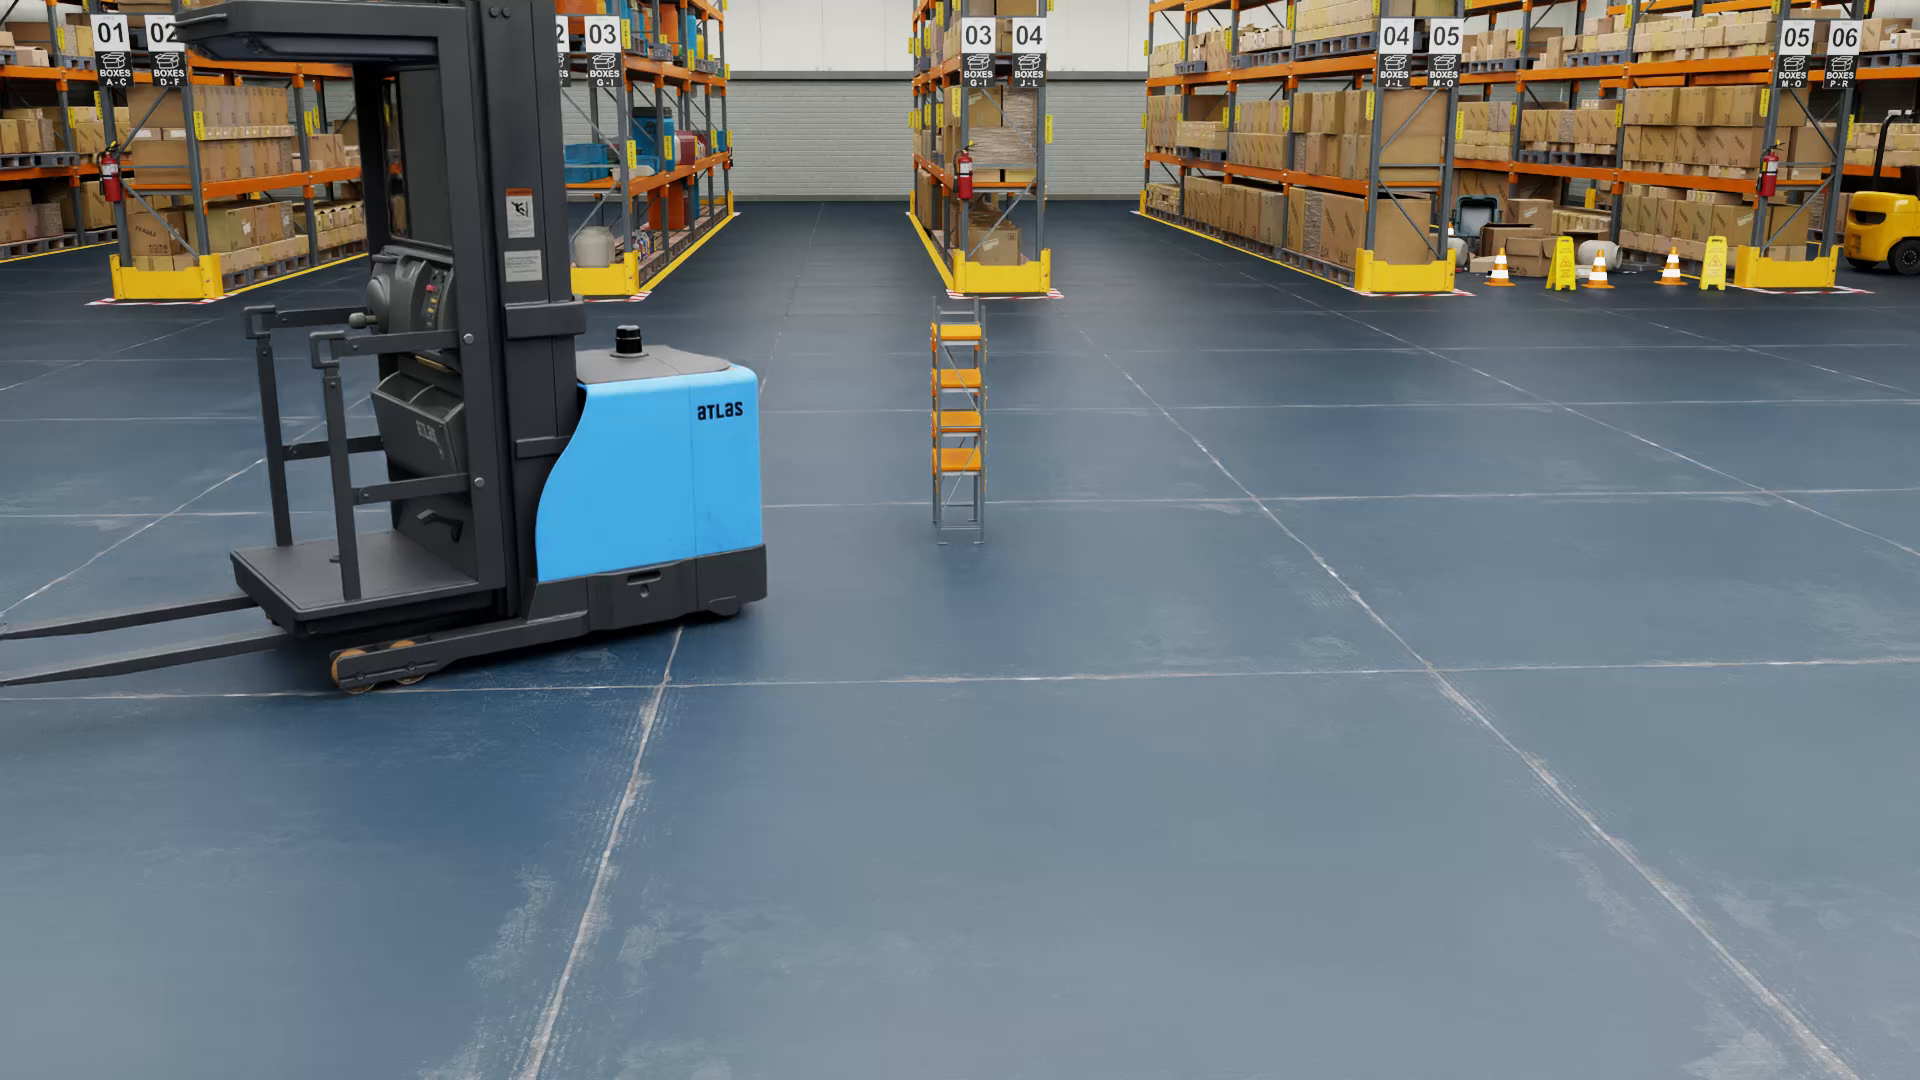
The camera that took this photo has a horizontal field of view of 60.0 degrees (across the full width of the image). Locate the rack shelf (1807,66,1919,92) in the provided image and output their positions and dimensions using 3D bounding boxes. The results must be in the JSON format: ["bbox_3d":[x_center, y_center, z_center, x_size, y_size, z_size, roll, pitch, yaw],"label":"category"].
[{"bbox_3d":[14.986,-7.317,26.370,1.077,0.370,4.000,-1,14,-3],"label":"rack shelf"}]

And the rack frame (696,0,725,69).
[{"bbox_3d":[-5.422,-11.298,34.379,1.000,3.000,0.127,-1,14,-3],"label":"rack frame"}]

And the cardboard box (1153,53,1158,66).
[{"bbox_3d":[4.279,-9.900,34.262,0.500,0.250,0.500,-1,14,-4],"label":"cardboard box"}]

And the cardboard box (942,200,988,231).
[{"bbox_3d":[0.079,-5.316,27.301,0.700,0.500,0.500,-2,15,-6],"label":"cardboard box"}]

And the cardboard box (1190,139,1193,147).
[{"bbox_3d":[4.378,-7.178,30.066,0.380,0.149,0.250,-1,14,-4],"label":"cardboard box"}]

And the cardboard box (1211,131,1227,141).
[{"bbox_3d":[4.489,-6.873,28.283,0.380,0.149,0.250,-1,14,-2],"label":"cardboard box"}]

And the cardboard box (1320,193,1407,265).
[{"bbox_3d":[5.305,-4.102,21.872,0.875,0.875,0.875,-1,14,-4],"label":"cardboard box"}]

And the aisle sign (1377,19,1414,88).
[{"bbox_3d":[5.175,-5.778,19.748,0.394,0.787,0.004,-1,14,-3],"label":"aisle sign"}]

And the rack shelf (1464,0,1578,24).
[{"bbox_3d":[9.784,-9.493,29.611,1.077,0.370,4.000,-1,14,-3],"label":"rack shelf"}]

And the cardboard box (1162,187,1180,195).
[{"bbox_3d":[4.290,-7.045,33.571,0.380,0.149,0.250,-1,14,-5],"label":"cardboard box"}]

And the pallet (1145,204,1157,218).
[{"bbox_3d":[4.498,-6.949,35.110,1.003,0.211,1.213,-1,14,-3],"label":"pallet"}]

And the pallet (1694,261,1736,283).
[{"bbox_3d":[10.384,-3.514,21.761,1.003,0.211,1.213,-1,14,-3],"label":"pallet"}]

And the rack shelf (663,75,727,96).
[{"bbox_3d":[-5.298,-9.000,32.909,1.077,0.370,4.000,-1,14,-3],"label":"rack shelf"}]

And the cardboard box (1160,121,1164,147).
[{"bbox_3d":[4.344,-8.216,33.641,0.500,0.500,0.500,-1,14,-5],"label":"cardboard box"}]

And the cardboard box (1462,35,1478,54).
[{"bbox_3d":[9.426,-9.108,30.844,0.500,0.500,0.500,-1,14,-4],"label":"cardboard box"}]

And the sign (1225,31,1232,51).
[{"bbox_3d":[4.432,-8.226,27.422,0.100,0.325,0.005,-1,14,-3],"label":"sign"}]

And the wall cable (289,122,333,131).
[{"bbox_3d":[-15.304,-11.054,39.660,3.097,2.526,0.112,-1,14,-3],"label":"wall cable"}]

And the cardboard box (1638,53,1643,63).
[{"bbox_3d":[9.928,-6.887,23.757,0.380,0.149,0.250,-1,14,-4],"label":"cardboard box"}]

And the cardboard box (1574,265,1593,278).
[{"bbox_3d":[8.307,-3.557,22.053,0.380,0.149,0.250,7,16,26],"label":"cardboard box"}]

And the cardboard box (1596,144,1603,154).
[{"bbox_3d":[9.850,-5.909,25.135,0.380,0.149,0.250,-1,14,-5],"label":"cardboard box"}]

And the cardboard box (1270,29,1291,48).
[{"bbox_3d":[4.926,-7.472,24.785,0.500,0.250,0.500,-1,14,-4],"label":"cardboard box"}]

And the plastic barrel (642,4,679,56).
[{"bbox_3d":[-4.958,-8.409,27.463,0.600,0.830,0.708,-1,14,-3],"label":"plastic barrel"}]

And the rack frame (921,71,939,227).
[{"bbox_3d":[-0.231,-7.475,31.557,1.000,3.000,0.127,-1,14,-3],"label":"rack frame"}]

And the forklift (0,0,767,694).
[{"bbox_3d":[-2.342,-0.987,6.482,3.031,2.935,1.130,-10,18,-34],"label":"forklift"}]

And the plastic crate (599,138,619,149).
[{"bbox_3d":[-5.014,-5.555,23.969,0.402,0.464,0.583,-1,14,-3],"label":"plastic crate"}]

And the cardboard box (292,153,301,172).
[{"bbox_3d":[-9.696,-5.382,23.726,0.500,0.250,0.500,0,14,0],"label":"cardboard box"}]

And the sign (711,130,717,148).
[{"bbox_3d":[-4.625,-7.540,31.257,0.100,0.325,0.005,-1,14,-3],"label":"sign"}]

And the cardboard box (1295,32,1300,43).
[{"bbox_3d":[4.905,-7.024,23.245,0.380,0.149,0.250,-1,14,-4],"label":"cardboard box"}]

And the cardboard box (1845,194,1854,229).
[{"bbox_3d":[14.977,-5.279,26.945,0.875,0.625,0.625,-1,15,-6],"label":"cardboard box"}]

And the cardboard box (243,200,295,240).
[{"bbox_3d":[-9.356,-4.331,22.512,0.500,0.500,0.500,-1,14,-3],"label":"cardboard box"}]

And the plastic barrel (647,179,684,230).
[{"bbox_3d":[-4.973,-5.677,28.084,0.600,0.830,0.708,-1,14,-3],"label":"plastic barrel"}]

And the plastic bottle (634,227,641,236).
[{"bbox_3d":[-4.495,-4.181,23.189,0.144,0.351,0.185,-1,14,-3],"label":"plastic bottle"}]

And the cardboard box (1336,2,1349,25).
[{"bbox_3d":[5.100,-6.684,21.126,0.500,0.250,0.500,-1,14,-4],"label":"cardboard box"}]

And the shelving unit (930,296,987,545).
[{"bbox_3d":[-0.010,-0.622,8.537,0.258,1.200,0.503,-1,14,-3],"label":"shelving unit"}]

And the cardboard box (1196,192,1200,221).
[{"bbox_3d":[4.588,-6.069,30.269,0.500,0.500,0.500,-1,14,-2],"label":"cardboard box"}]

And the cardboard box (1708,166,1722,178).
[{"bbox_3d":[10.000,-4.800,21.667,0.380,0.149,0.250,-1,14,-2],"label":"cardboard box"}]

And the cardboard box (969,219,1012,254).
[{"bbox_3d":[0.410,-4.082,22.546,0.500,0.500,0.500,-2,15,-8],"label":"cardboard box"}]

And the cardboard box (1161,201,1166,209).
[{"bbox_3d":[4.301,-6.824,33.907,0.380,0.149,0.250,-1,14,-3],"label":"cardboard box"}]

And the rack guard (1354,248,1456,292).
[{"bbox_3d":[5.471,-3.325,20.446,1.175,0.500,0.348,-1,14,-3],"label":"rack guard"}]

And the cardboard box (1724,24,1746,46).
[{"bbox_3d":[10.087,-6.416,21.126,0.500,0.250,0.500,-1,14,-4],"label":"cardboard box"}]

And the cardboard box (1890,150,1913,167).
[{"bbox_3d":[14.781,-5.889,25.696,0.500,0.250,0.500,-1,14,-4],"label":"cardboard box"}]

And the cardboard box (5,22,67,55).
[{"bbox_3d":[-14.901,-8.082,26.815,0.700,0.500,0.500,-2,15,-8],"label":"cardboard box"}]

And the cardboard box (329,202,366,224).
[{"bbox_3d":[-9.525,-5.090,25.839,0.500,0.311,0.500,-1,14,-4],"label":"cardboard box"}]

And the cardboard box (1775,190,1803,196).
[{"bbox_3d":[14.579,-6.136,29.228,0.380,0.149,0.250,-2,15,-6],"label":"cardboard box"}]

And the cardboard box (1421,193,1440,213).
[{"bbox_3d":[9.729,-6.748,33.032,0.875,0.438,0.875,-1,14,-4],"label":"cardboard box"}]

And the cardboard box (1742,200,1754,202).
[{"bbox_3d":[10.568,-4.344,22.559,0.500,0.500,0.500,-1,14,-2],"label":"cardboard box"}]

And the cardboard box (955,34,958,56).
[{"bbox_3d":[0.196,-6.110,20.536,0.500,0.250,0.500,-1,14,-3],"label":"cardboard box"}]

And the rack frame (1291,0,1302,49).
[{"bbox_3d":[5.222,-8.442,23.277,1.000,3.000,0.127,-1,14,-3],"label":"rack frame"}]

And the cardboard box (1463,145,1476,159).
[{"bbox_3d":[9.495,-7.061,30.249,0.500,0.250,0.500,-1,14,-4],"label":"cardboard box"}]

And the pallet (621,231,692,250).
[{"bbox_3d":[-4.917,-4.860,26.990,1.003,0.211,1.213,-1,14,-3],"label":"pallet"}]

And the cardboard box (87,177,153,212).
[{"bbox_3d":[-14.834,-6.027,29.402,0.750,0.750,0.750,0,14,-2],"label":"cardboard box"}]

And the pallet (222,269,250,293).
[{"bbox_3d":[-9.464,-3.177,20.452,1.003,0.211,1.213,-1,14,-3],"label":"pallet"}]

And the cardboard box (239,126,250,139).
[{"bbox_3d":[-9.278,-5.184,21.152,0.380,0.149,0.250,-1,14,-3],"label":"cardboard box"}]

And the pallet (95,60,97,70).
[{"bbox_3d":[-14.979,-8.049,28.149,1.003,0.211,1.213,0,14,-1],"label":"pallet"}]
